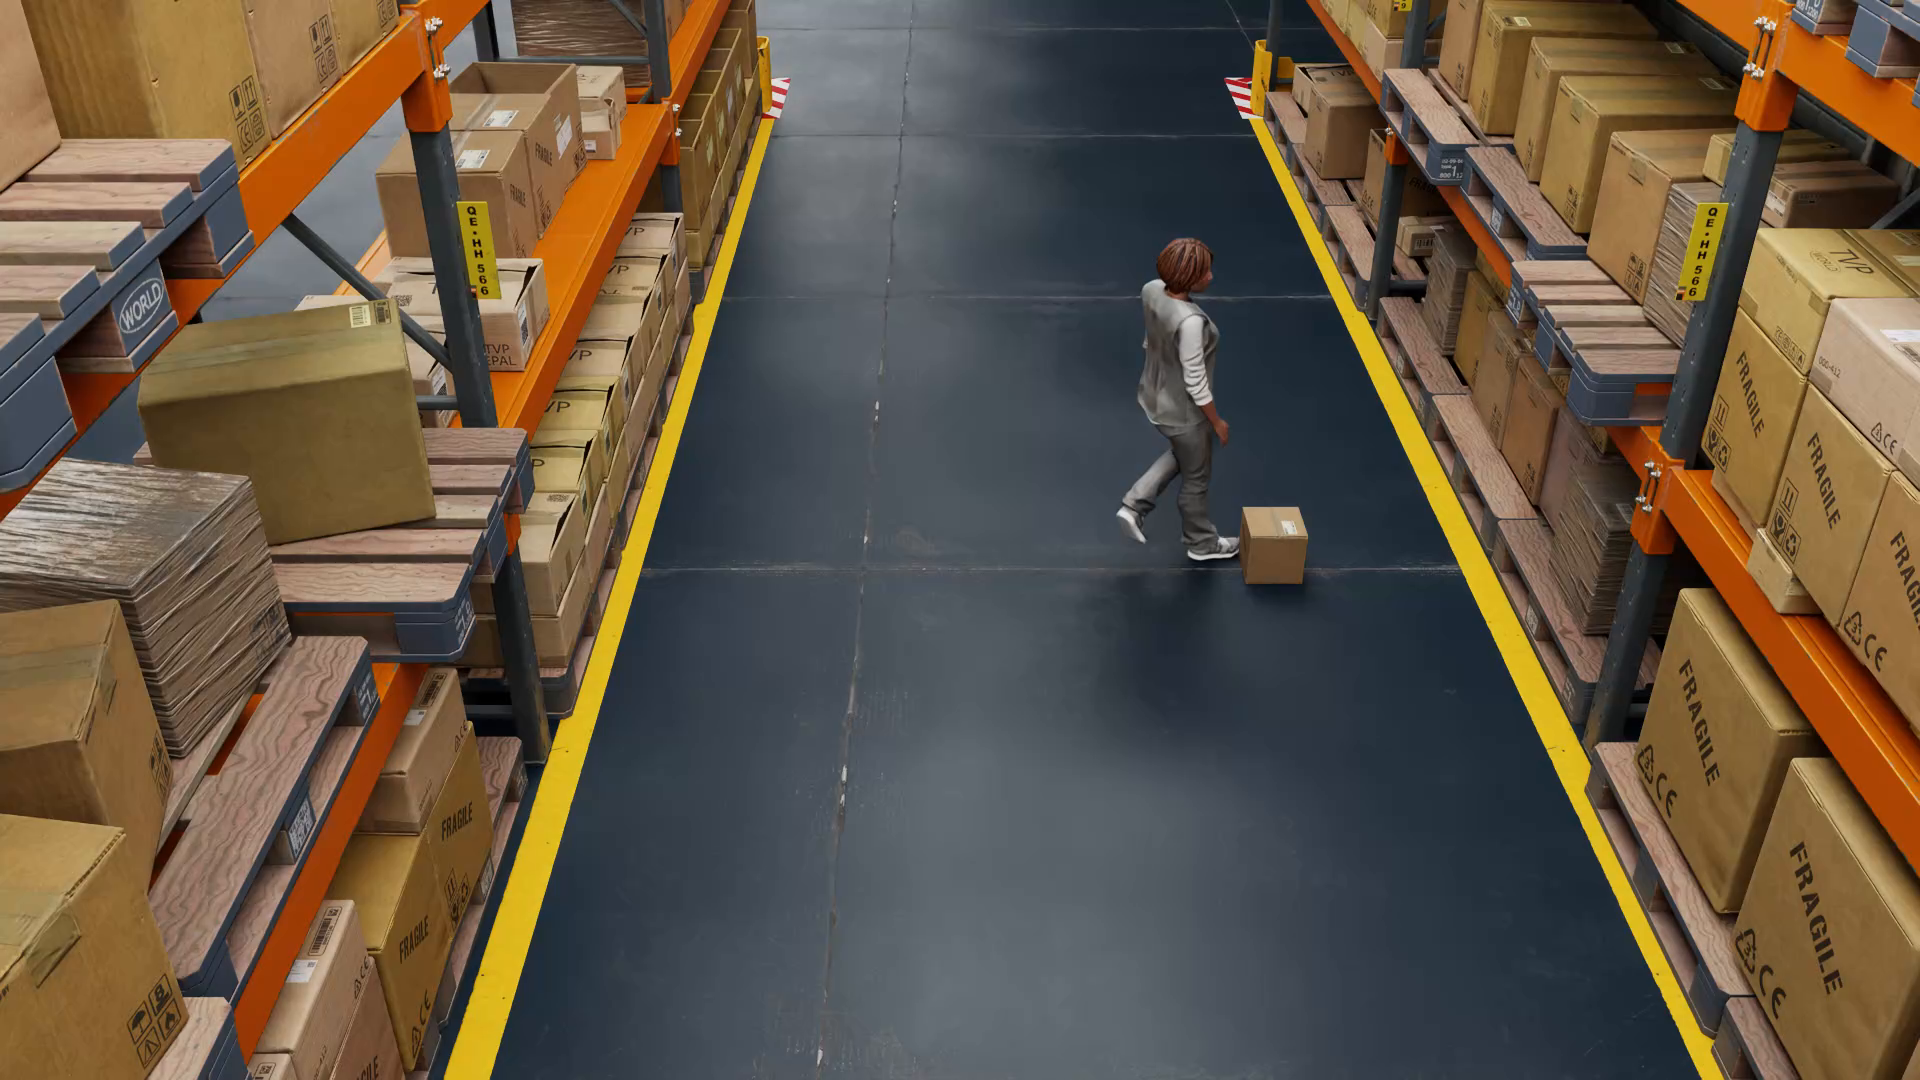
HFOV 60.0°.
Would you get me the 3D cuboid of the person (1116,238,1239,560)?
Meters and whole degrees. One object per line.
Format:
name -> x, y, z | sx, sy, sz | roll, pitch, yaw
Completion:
person -> 0.996, -0.564, 7.034 | 0.618, 1.582, 0.480 | -10, 33, -15
